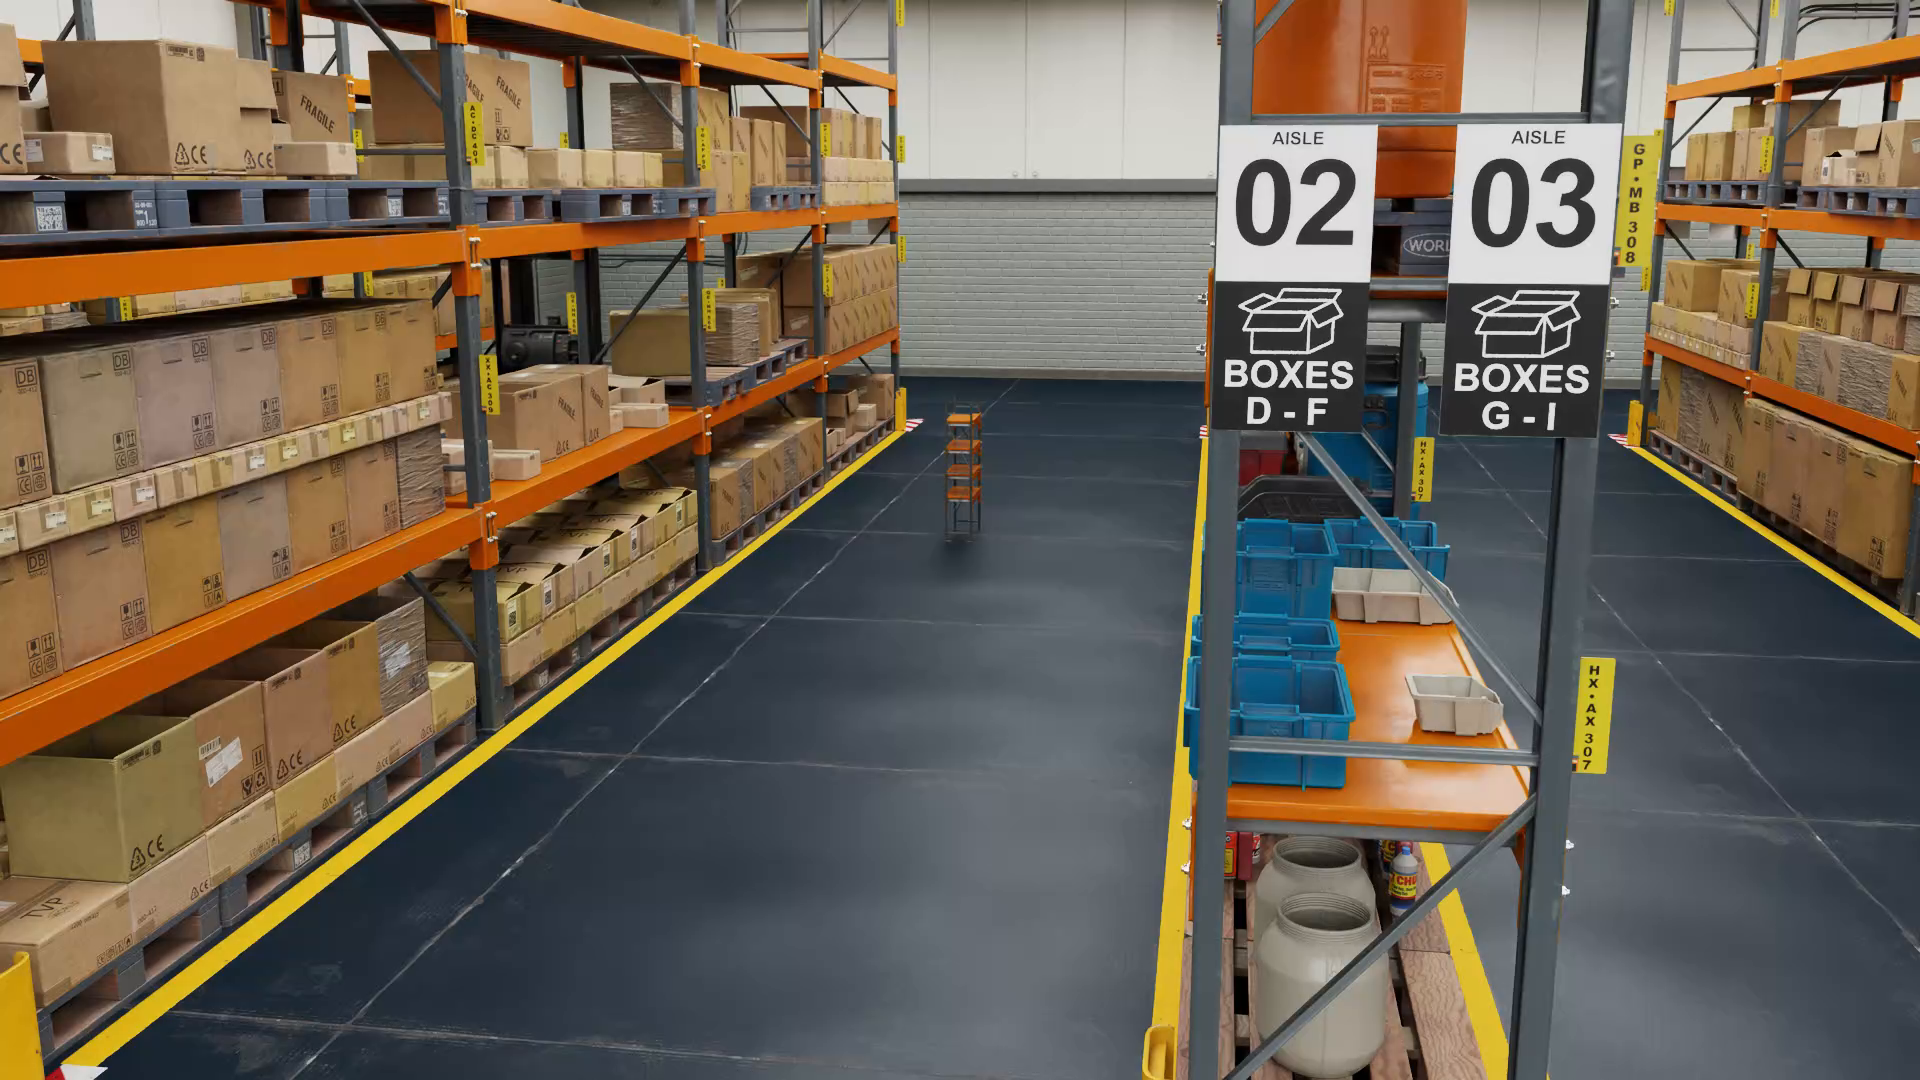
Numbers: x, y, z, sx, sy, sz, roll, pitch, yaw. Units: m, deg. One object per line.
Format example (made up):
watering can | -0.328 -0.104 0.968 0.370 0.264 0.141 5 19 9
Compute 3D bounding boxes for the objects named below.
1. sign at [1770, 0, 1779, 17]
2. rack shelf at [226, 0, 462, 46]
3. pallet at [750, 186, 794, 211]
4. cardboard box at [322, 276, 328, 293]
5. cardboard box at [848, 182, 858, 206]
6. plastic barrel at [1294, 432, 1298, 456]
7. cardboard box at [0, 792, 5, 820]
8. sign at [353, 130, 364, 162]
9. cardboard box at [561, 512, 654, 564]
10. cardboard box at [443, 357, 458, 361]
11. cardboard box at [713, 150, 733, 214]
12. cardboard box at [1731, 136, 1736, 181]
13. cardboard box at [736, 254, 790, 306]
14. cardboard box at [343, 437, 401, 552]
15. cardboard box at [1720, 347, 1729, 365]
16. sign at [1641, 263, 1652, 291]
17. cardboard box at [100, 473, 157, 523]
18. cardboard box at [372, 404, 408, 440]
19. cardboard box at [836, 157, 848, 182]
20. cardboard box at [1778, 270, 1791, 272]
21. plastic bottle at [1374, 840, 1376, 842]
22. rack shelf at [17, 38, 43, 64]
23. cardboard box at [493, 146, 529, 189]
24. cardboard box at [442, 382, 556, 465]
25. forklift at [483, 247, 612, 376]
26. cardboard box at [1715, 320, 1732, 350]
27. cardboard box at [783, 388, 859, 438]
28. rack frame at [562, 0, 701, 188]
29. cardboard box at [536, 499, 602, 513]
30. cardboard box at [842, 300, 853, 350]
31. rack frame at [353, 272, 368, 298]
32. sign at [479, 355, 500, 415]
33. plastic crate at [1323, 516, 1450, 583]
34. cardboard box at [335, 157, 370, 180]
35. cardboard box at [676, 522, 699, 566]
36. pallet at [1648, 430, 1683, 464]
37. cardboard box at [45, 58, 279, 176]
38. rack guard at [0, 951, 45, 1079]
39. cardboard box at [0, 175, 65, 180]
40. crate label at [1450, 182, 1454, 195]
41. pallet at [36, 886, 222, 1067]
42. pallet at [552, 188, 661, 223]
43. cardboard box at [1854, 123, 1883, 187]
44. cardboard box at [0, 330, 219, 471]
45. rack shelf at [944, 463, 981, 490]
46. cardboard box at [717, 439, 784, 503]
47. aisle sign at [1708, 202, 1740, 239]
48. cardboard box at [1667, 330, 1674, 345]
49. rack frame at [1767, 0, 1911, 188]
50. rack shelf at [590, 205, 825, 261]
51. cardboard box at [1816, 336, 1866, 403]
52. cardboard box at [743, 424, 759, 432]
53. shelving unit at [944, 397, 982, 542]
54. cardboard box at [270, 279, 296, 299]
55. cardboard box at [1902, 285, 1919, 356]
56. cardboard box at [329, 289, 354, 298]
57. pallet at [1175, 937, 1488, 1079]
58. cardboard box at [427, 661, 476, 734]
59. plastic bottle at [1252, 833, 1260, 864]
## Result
sign | 9.057 -5.985 18.498 0.100 0.325 0.005 2 12 9
rack shelf | -3.418 -2.370 6.788 1.077 0.370 4.000 2 12 9
pallet | -2.206 -3.091 15.044 1.213 0.211 1.003 2 12 9
cardboard box | -6.683 -2.585 16.598 0.500 0.250 0.500 2 12 10
cardboard box | -1.402 -3.761 18.059 0.500 0.250 0.500 2 12 9
plastic barrel | 2.326 -0.741 10.490 0.433 0.535 0.433 0 12 0
cardboard box | -3.798 0.874 7.068 0.500 0.500 0.500 2 12 9
sign | -6.238 -4.083 17.227 0.100 0.325 0.005 2 12 9
cardboard box | -2.487 -0.039 11.751 0.500 0.311 0.500 2 12 8
cardboard box | -6.348 -2.243 21.177 0.380 0.149 0.250 2 12 9
cardboard box | -2.383 -2.947 13.691 0.910 0.500 0.500 2 12 9
cardboard box | 8.276 -3.895 16.855 0.700 0.500 0.500 2 12 11
cardboard box | -2.058 -2.718 17.373 0.500 0.500 0.500 2 12 9
cardboard box | -3.247 -0.247 8.284 0.700 0.500 0.500 2 12 8
cardboard box | 7.710 -1.803 16.336 0.380 0.149 0.250 2 12 8
sign | 7.975 -3.058 19.322 0.100 0.325 0.005 2 12 9
cardboard box | -3.334 -0.168 6.378 0.380 0.149 0.250 2 12 8
cardboard box | -3.018 -0.598 8.369 0.380 0.149 0.250 2 12 7
cardboard box | -1.485 -3.901 17.525 0.500 0.250 0.500 2 12 9
cardboard box | 8.317 -2.377 16.273 0.500 0.500 0.500 2 12 9
plastic bottle | 1.870 1.223 7.297 0.097 0.201 0.097 0 12 0
rack shelf | -7.698 -3.363 11.393 1.077 0.370 4.000 2 12 9
cardboard box | -2.925 -2.242 10.015 0.500 0.250 0.500 1 12 3
cardboard box | -2.895 -0.719 10.472 0.500 0.500 0.500 3 12 13
forklift | -4.250 -1.987 16.757 1.130 2.935 3.031 2 12 8
cardboard box | 7.793 -2.025 16.419 0.500 0.250 0.500 2 12 10
cardboard box | -1.596 -1.452 18.994 0.797 0.503 0.637 2 12 9
rack frame | -2.495 -4.166 12.466 1.000 3.000 0.127 2 12 9
cardboard box | -2.939 -0.160 12.314 0.500 0.311 0.500 2 12 7
cardboard box | -1.457 -2.319 17.898 0.500 0.500 0.500 2 12 10
rack frame | -6.776 -2.226 17.703 1.000 3.000 0.127 2 12 9
sign | -2.562 -0.845 9.053 0.100 0.325 0.005 2 12 9
plastic crate | 1.881 0.072 7.392 0.499 0.251 0.616 2 12 9
cardboard box | -6.409 -4.009 17.976 0.500 0.250 0.500 2 12 8
cardboard box | -2.335 0.023 12.799 0.500 0.250 0.500 2 12 10
pallet | 8.477 -1.045 18.842 1.003 0.211 1.213 2 12 9
cardboard box | -3.488 -1.853 7.277 0.797 0.503 0.637 3 13 15
rack guard | -3.729 1.659 5.611 1.175 0.500 0.348 2 12 9
cardboard box | -7.235 -2.667 12.795 0.500 0.311 0.500 2 12 9
crate label | 1.782 -1.180 6.080 0.502 0.251 0.408 2 12 9
pallet | -3.650 1.634 6.409 1.003 0.211 1.213 2 12 9
pallet | -2.680 -2.231 11.052 1.003 0.211 1.213 2 12 11
cardboard box | 7.586 -3.060 13.210 0.797 0.503 0.637 2 12 8
cardboard box | -3.481 -0.574 6.719 0.700 0.500 0.500 2 12 9
rack shelf | 0.025 -0.555 14.541 0.258 0.148 0.480 2 12 9
cardboard box | -1.911 -0.635 15.207 0.500 0.500 0.500 1 12 7
aisle sign | 8.830 -3.853 19.083 0.394 0.787 0.004 2 12 9
cardboard box | 8.026 -2.230 18.318 0.380 0.149 0.250 2 12 8
rack frame | 7.908 -4.677 14.837 1.000 3.000 0.127 2 12 9
rack shelf | -2.188 -2.765 14.790 1.077 0.370 4.000 2 12 9
cardboard box | 7.362 -1.389 13.583 0.500 0.500 0.500 2 12 10
cardboard box | -2.266 -0.855 16.231 0.500 0.500 0.500 2 12 9
shelving unit | 0.025 -0.621 14.527 0.258 1.200 0.503 2 12 9
cardboard box | -6.761 -2.479 16.105 0.500 0.250 0.500 2 12 10
cardboard box | 7.421 -1.603 12.193 0.797 0.503 0.637 2 12 11
cardboard box | -6.597 -2.326 17.175 0.500 0.500 0.500 2 12 8
pallet | 1.264 1.770 5.781 1.003 0.211 1.213 2 12 9
cardboard box | -2.966 0.841 8.999 0.500 0.250 0.500 2 12 9
plastic bottle | 1.231 1.269 7.083 0.097 0.201 0.097 0 12 0
